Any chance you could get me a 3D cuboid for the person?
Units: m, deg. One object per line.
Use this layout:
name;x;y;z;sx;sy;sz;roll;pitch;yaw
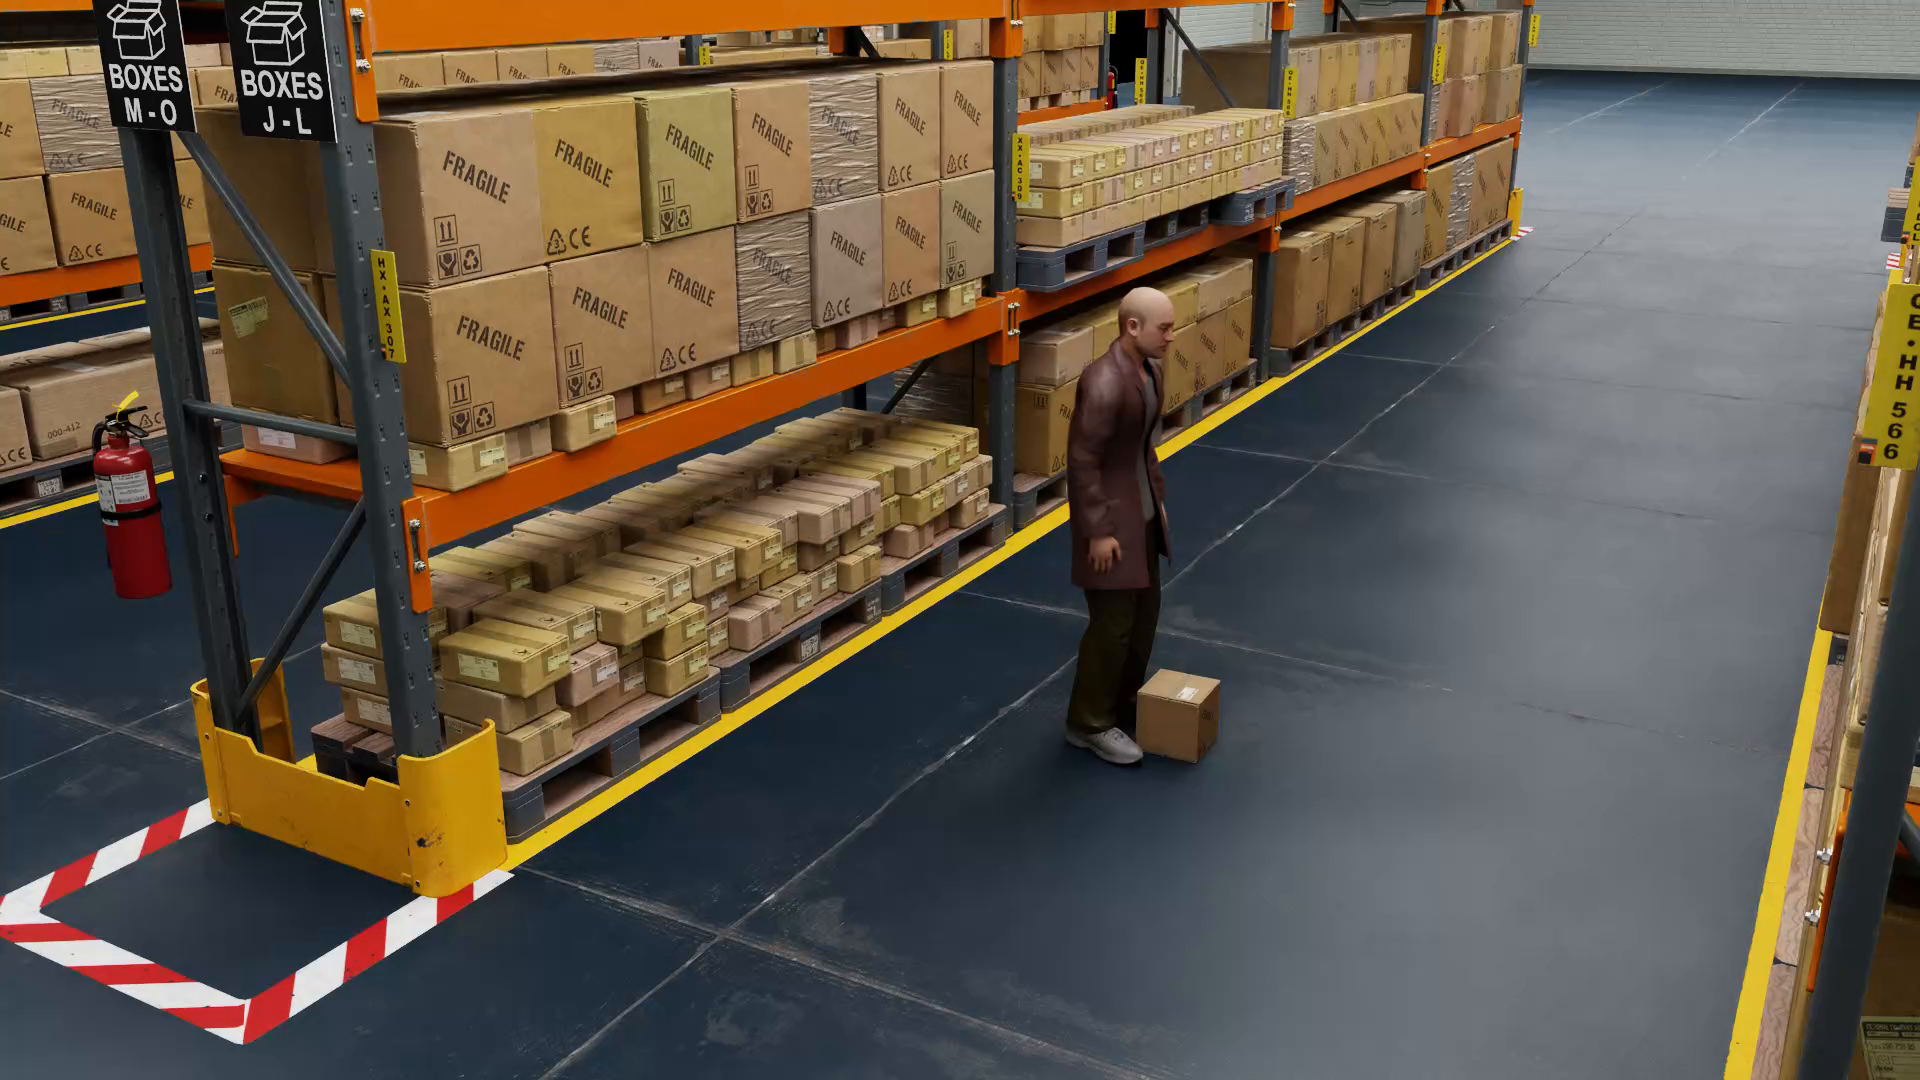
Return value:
person;0.620;-0.093;6.307;0.426;1.739;0.640;10;22;27
